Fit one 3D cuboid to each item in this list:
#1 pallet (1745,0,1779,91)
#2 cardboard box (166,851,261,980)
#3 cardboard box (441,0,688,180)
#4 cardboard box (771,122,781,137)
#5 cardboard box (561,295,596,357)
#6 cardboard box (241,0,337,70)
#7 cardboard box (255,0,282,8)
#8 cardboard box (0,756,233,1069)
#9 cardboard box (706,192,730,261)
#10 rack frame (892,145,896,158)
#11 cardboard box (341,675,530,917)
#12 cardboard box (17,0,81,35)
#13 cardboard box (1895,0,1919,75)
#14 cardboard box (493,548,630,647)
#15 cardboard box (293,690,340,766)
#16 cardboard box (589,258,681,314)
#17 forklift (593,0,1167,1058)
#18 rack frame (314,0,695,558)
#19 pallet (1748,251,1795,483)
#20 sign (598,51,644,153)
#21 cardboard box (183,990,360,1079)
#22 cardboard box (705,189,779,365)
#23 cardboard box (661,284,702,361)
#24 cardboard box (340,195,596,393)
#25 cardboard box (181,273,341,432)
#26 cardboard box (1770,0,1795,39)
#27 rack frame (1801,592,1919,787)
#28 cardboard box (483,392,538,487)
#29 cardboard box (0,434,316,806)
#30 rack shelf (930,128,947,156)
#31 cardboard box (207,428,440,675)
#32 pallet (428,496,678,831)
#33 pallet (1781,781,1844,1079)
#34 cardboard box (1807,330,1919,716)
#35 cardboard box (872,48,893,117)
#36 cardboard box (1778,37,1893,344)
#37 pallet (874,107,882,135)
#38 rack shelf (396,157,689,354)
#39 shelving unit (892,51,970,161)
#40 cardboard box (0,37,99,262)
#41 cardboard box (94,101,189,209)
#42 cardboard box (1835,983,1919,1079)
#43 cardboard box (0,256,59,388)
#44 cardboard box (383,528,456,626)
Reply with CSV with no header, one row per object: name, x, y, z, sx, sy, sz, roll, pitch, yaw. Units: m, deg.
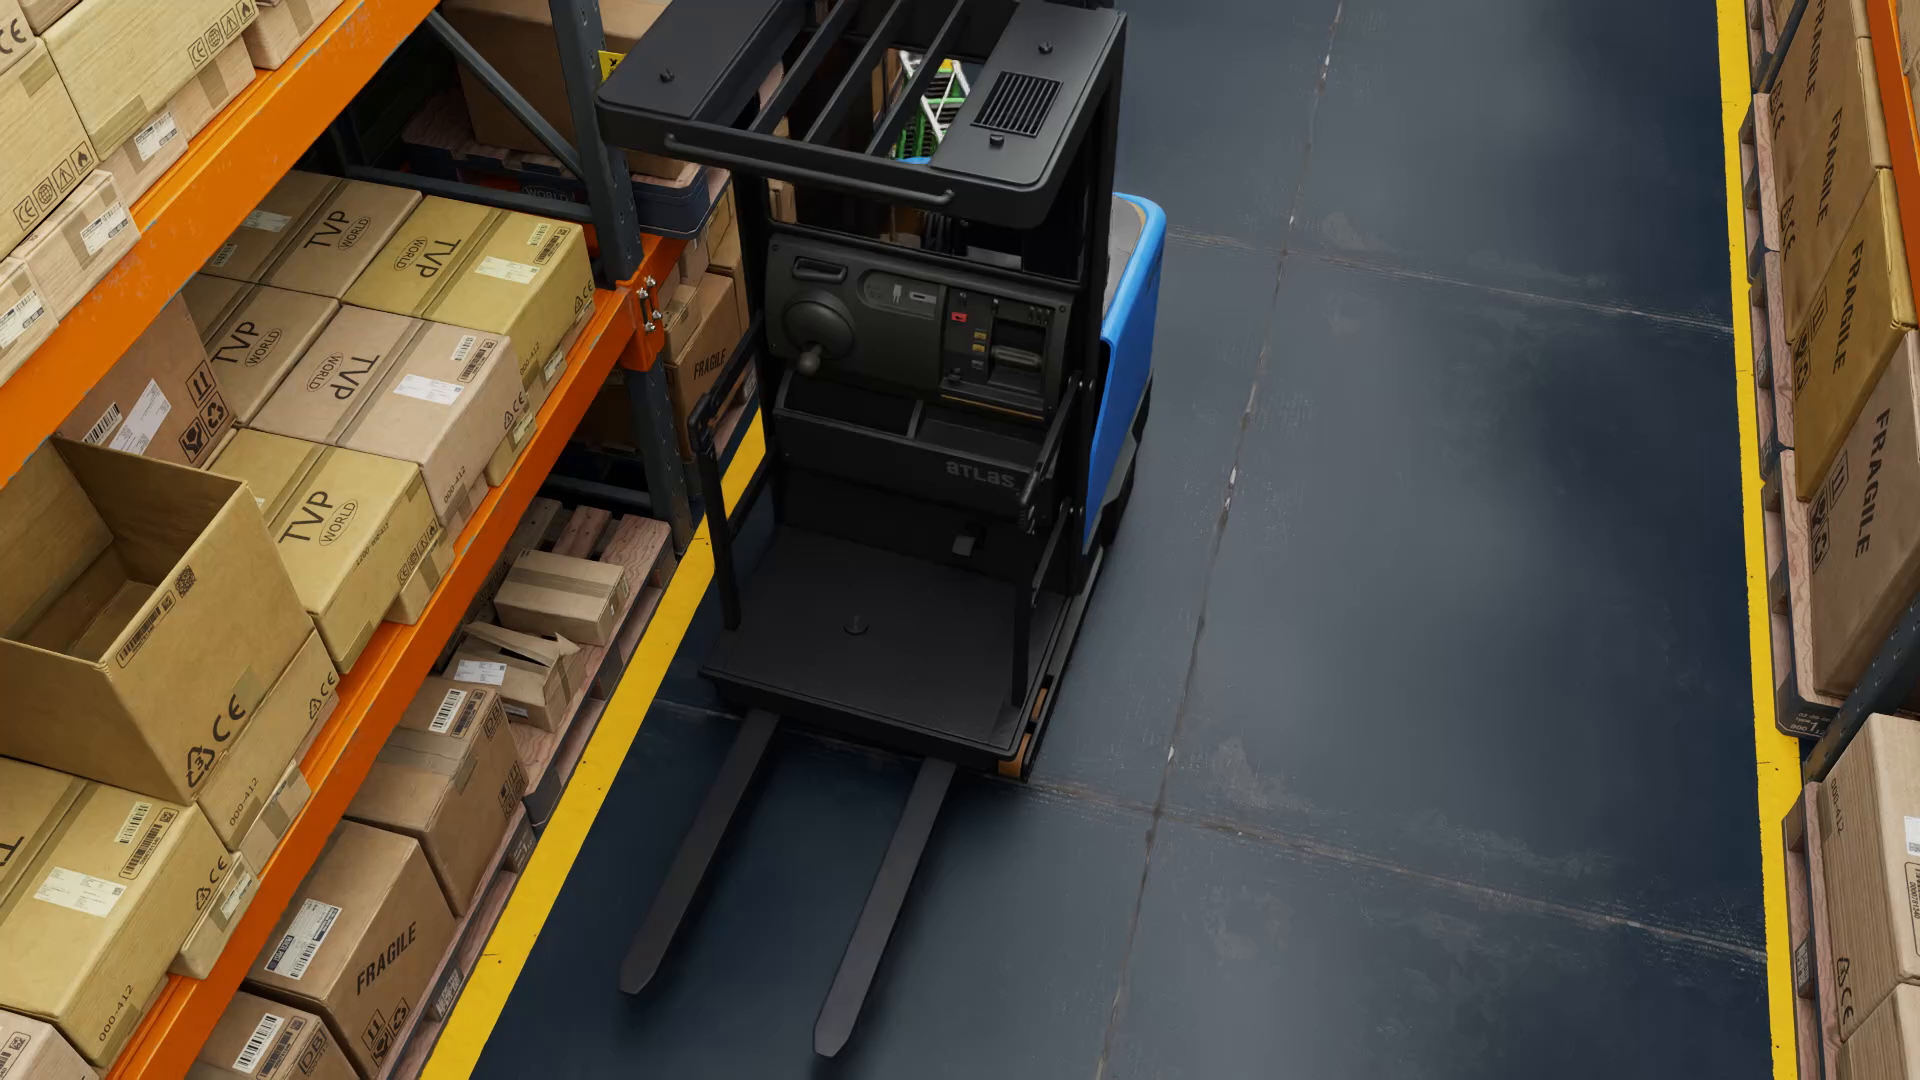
pallet,4.551,-2.630,8.430,1.003,0.211,1.213,12,50,10
cardboard box,-1.813,0.800,3.711,0.380,0.149,0.250,10,49,9
cardboard box,-1.155,-1.549,5.270,0.700,0.500,0.500,13,50,11
cardboard box,-0.932,-1.582,6.600,0.380,0.149,0.250,11,50,10
cardboard box,-1.339,-0.707,5.041,0.380,0.149,0.250,12,50,11
cardboard box,-1.524,-1.116,3.401,0.380,0.149,0.250,11,50,10
cardboard box,-1.511,-1.336,3.329,0.500,0.250,0.500,10,49,9
cardboard box,-1.909,0.766,3.475,0.500,0.250,0.500,11,49,9
cardboard box,-1.093,-1.208,6.270,0.380,0.149,0.250,9,49,8
rack frame,-0.059,-1.441,7.482,0.240,0.015,1.200,-7,49,-16
cardboard box,-1.763,0.725,4.996,0.700,0.500,0.500,10,49,9
cardboard box,-1.666,-1.132,2.816,0.500,0.250,0.500,12,50,11
cardboard box,3.711,-1.880,6.009,0.500,0.250,0.500,13,50,11
cardboard box,-1.362,0.194,5.699,0.380,0.149,0.250,10,49,9
cardboard box,-1.762,0.405,4.059,0.380,0.149,0.250,11,50,10
cardboard box,-1.206,-0.915,5.813,0.380,0.149,0.250,11,49,9
forklift,-0.199,-0.523,4.757,1.130,2.935,3.031,14,50,12
rack frame,-1.498,-1.071,5.195,1.000,3.000,0.127,12,50,10
pallet,3.741,-0.630,6.665,1.003,0.211,1.213,12,50,10
sign,-0.973,-1.256,4.780,0.100,0.325,0.005,12,50,10
cardboard box,-2.036,1.476,4.334,0.700,0.500,0.500,13,50,12
cardboard box,-1.023,-1.075,6.586,0.500,0.500,0.500,11,49,10
cardboard box,-1.147,-0.804,5.914,0.380,0.149,0.250,14,50,12
cardboard box,-1.397,-0.703,4.772,0.500,0.250,0.500,13,50,11
cardboard box,-2.015,-0.451,4.549,0.500,0.250,0.500,11,50,10
cardboard box,4.502,-2.664,8.073,0.950,0.372,0.625,9,49,7
rack frame,3.291,-0.094,4.332,1.000,3.000,0.127,12,50,10
cardboard box,-1.431,-0.322,4.701,0.380,0.149,0.250,13,50,11
cardboard box,-1.777,0.165,3.505,0.500,0.500,0.500,13,50,11
rack shelf,-0.011,-1.561,7.265,0.258,0.480,0.148,-7,49,-16
cardboard box,-1.659,0.020,4.133,0.500,0.250,0.500,11,50,10
pallet,-1.680,0.348,5.802,1.003,0.211,1.213,12,50,10
pallet,3.016,1.363,4.906,1.003,0.211,1.213,12,50,10
cardboard box,3.377,0.006,5.381,0.875,0.875,0.875,13,50,11
cardboard box,-0.627,-2.189,7.568,0.500,0.500,0.500,14,50,12
cardboard box,3.843,-1.296,6.530,0.875,0.875,0.875,12,50,10
pallet,-1.002,-1.629,7.547,1.003,0.211,1.213,12,50,10
rack shelf,-0.972,-2.280,6.741,1.077,0.370,4.000,12,50,10
shelving unit,-0.028,-1.607,7.306,0.258,0.503,1.200,-7,49,-16
cardboard box,-1.796,-0.604,2.684,0.500,0.250,0.500,11,49,9
cardboard box,-1.683,-0.745,3.074,0.380,0.149,0.250,12,50,10
cardboard box,2.787,1.695,4.182,0.875,0.438,0.875,10,49,9
cardboard box,-1.746,-0.362,2.735,0.380,0.149,0.250,12,50,10
cardboard box,-1.567,0.053,4.370,0.380,0.149,0.250,11,49,9
